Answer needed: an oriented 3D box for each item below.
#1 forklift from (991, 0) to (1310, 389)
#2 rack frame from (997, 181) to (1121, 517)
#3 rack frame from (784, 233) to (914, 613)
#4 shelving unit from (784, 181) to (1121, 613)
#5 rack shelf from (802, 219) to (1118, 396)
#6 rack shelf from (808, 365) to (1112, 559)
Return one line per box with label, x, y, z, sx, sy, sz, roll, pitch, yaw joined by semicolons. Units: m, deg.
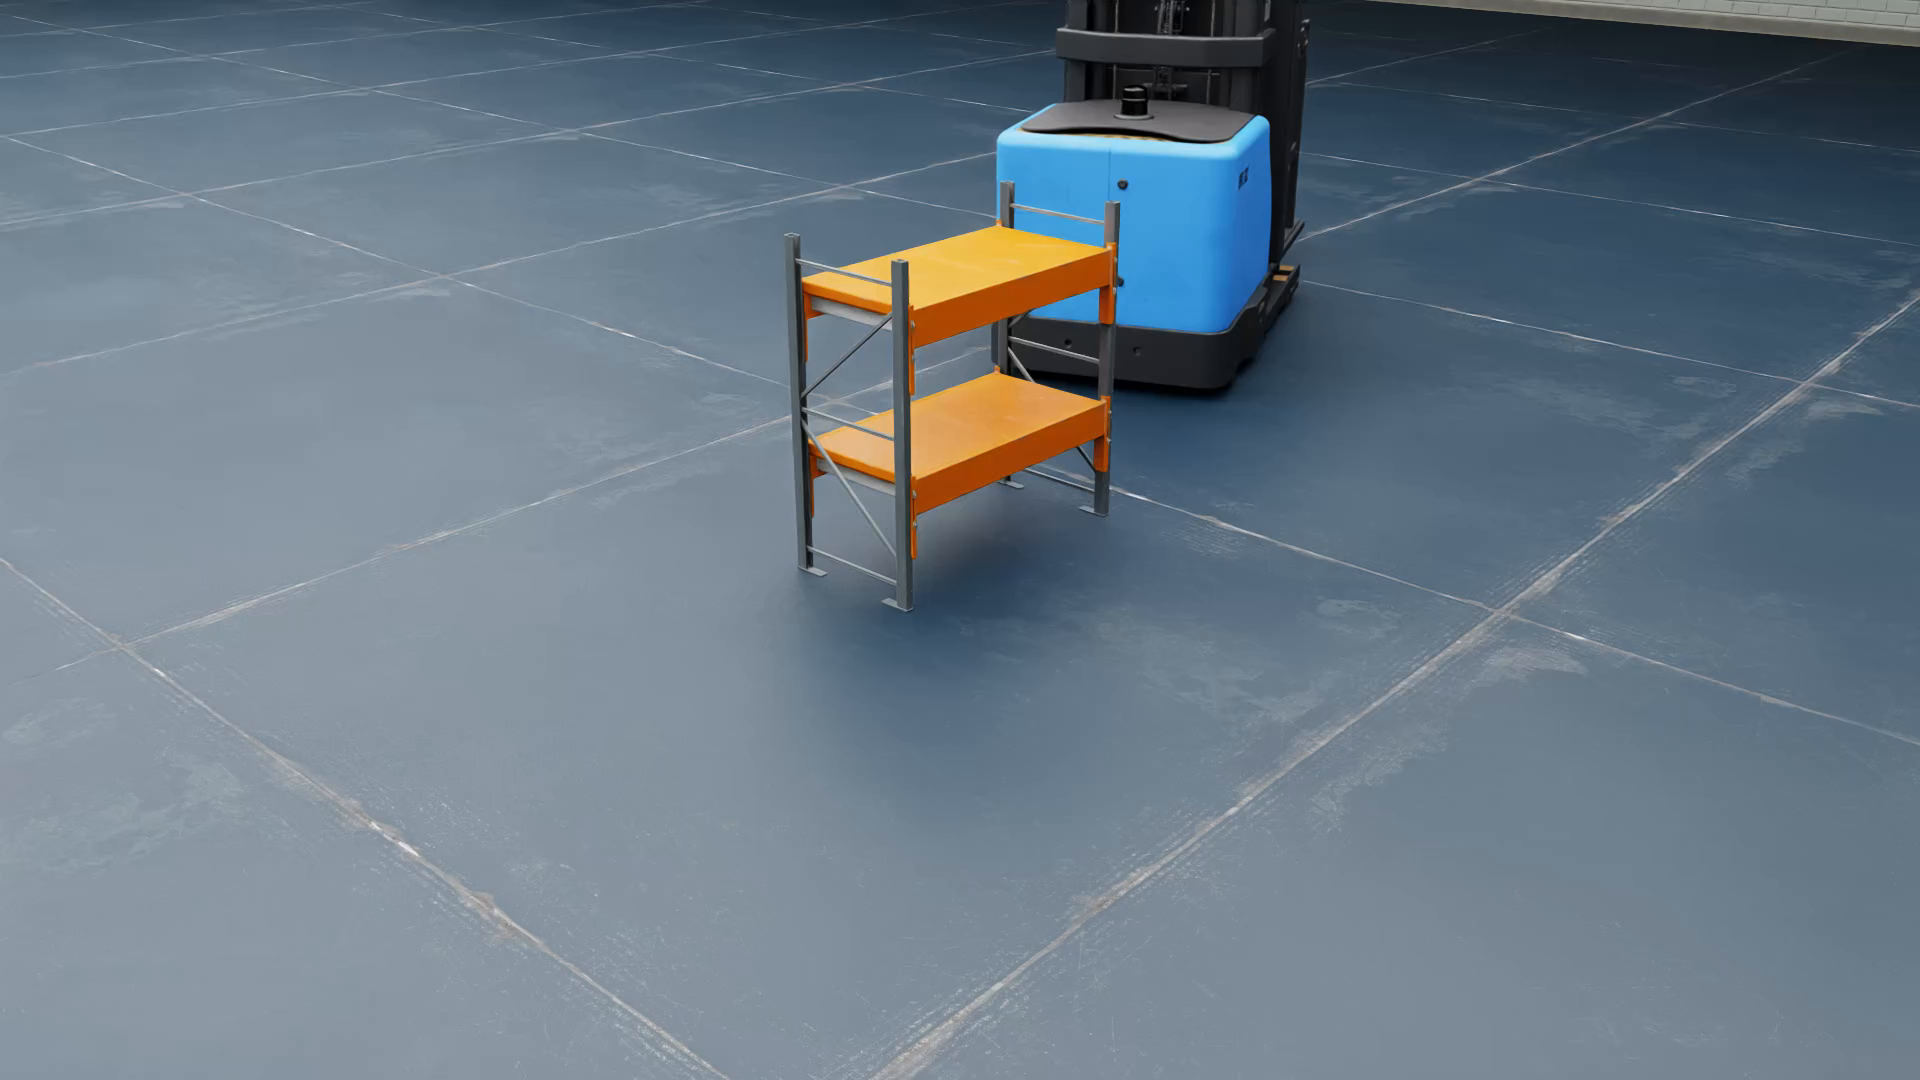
forklift;1.106;-2.550;7.855;1.130;2.935;3.031;8;25;18
rack frame;0.335;-0.666;5.861;0.500;1.125;0.032;20;31;38
rack frame;-0.344;-0.356;5.170;0.500;1.125;0.032;20;31;38
shelving unit;-0.005;-0.511;5.515;0.538;1.125;1.048;20;31;38
rack shelf;-0.005;-0.778;5.396;0.538;0.278;1.000;20;31;38
rack shelf;-0.005;-0.288;5.615;0.538;0.278;1.000;20;31;38
